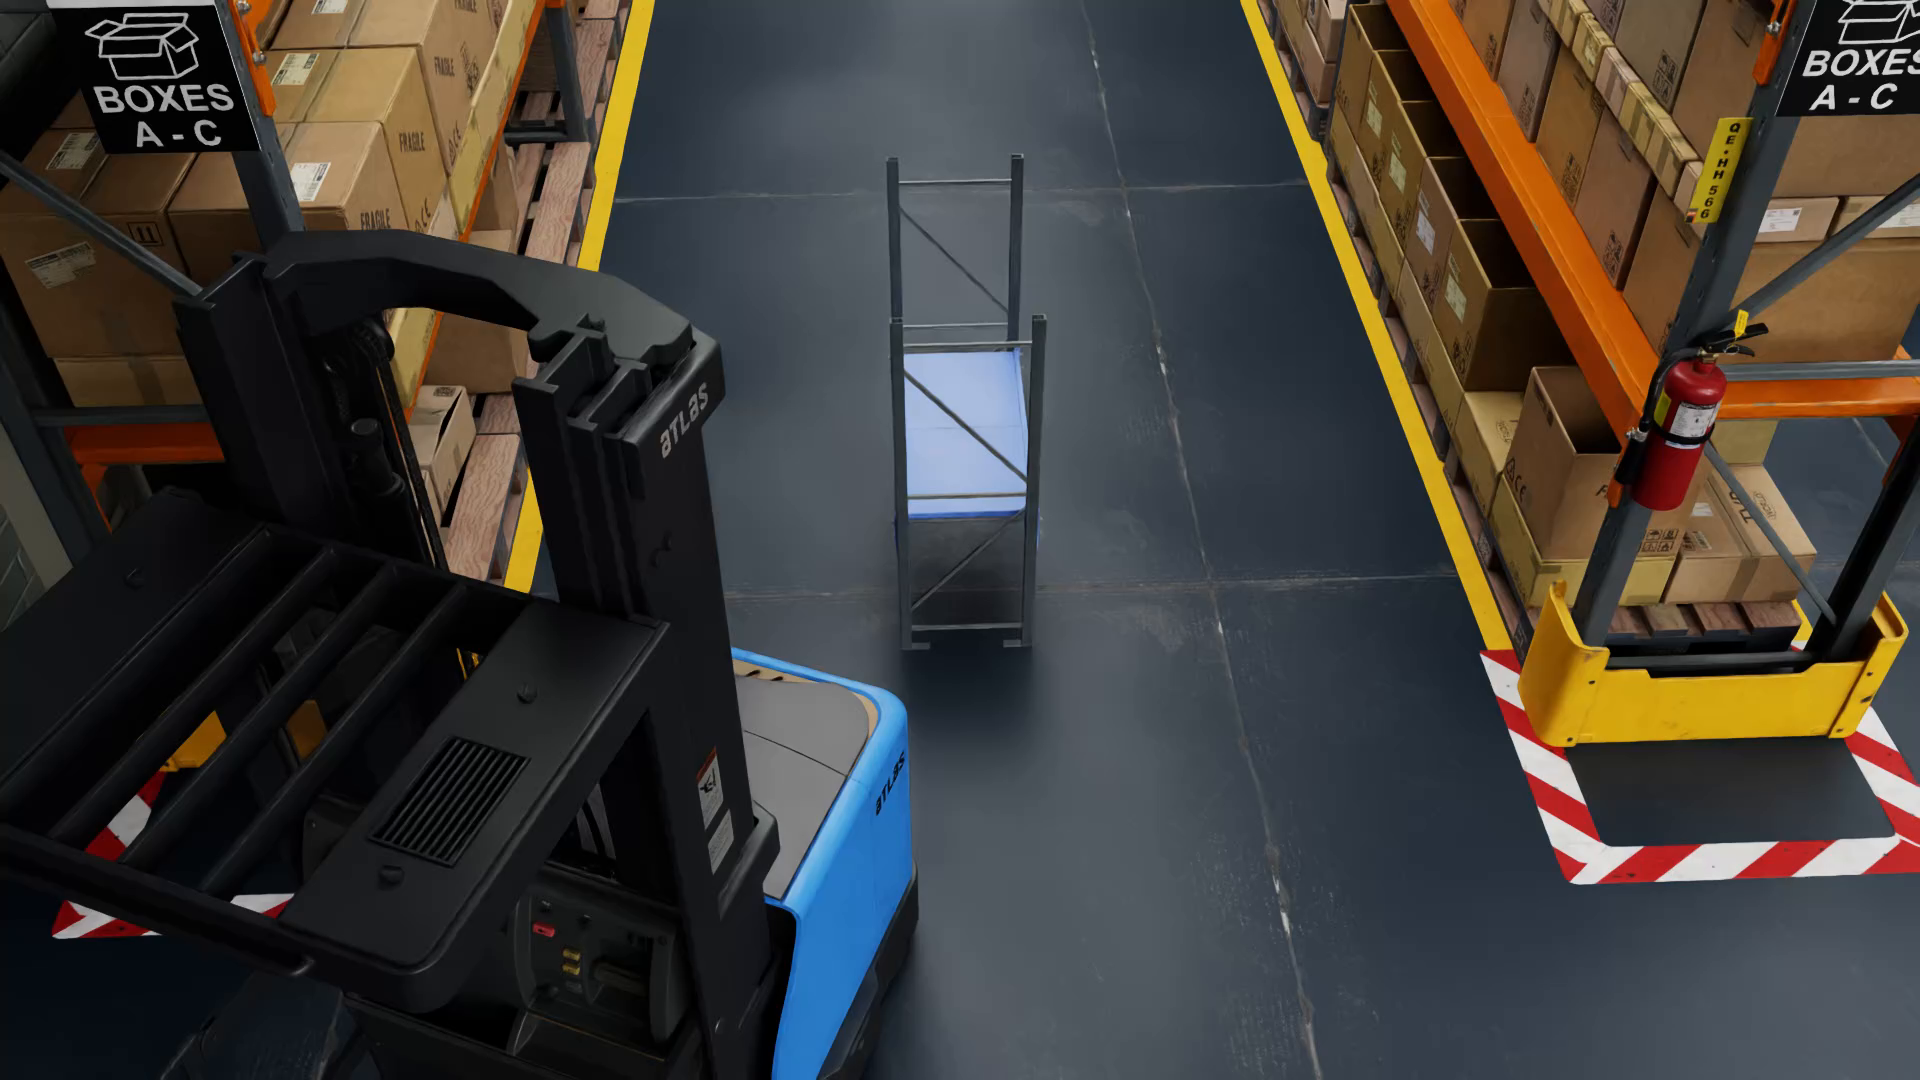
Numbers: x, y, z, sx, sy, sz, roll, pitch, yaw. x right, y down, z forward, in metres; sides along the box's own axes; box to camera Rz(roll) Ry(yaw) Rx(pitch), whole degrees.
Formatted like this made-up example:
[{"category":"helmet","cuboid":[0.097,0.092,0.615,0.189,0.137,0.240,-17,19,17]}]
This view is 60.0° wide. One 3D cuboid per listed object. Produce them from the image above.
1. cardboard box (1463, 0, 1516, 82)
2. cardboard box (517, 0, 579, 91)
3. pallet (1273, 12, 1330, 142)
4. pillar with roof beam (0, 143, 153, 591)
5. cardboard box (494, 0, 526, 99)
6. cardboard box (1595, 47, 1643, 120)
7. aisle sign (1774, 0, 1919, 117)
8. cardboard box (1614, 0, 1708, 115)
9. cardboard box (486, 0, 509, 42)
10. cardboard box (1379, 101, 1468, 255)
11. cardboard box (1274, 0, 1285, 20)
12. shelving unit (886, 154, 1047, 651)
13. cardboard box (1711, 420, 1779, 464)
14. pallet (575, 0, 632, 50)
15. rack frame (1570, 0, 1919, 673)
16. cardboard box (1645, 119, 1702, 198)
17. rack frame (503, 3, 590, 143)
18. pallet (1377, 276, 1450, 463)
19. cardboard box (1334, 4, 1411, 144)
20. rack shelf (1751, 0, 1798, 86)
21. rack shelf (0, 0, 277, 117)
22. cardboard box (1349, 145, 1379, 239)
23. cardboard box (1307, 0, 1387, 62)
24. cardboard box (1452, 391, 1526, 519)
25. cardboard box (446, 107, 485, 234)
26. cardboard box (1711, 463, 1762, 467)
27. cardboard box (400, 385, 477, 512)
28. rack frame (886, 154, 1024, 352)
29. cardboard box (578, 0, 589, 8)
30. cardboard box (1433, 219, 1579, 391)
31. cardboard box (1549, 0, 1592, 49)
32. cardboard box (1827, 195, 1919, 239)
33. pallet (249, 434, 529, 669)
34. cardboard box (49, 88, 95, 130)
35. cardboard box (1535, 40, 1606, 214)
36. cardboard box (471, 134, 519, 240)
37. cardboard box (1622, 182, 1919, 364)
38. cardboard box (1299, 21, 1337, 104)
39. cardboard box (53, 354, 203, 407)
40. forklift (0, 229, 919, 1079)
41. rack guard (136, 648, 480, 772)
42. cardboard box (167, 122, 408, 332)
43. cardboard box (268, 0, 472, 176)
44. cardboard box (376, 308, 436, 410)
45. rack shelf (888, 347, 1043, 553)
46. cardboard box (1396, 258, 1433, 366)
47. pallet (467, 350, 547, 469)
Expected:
[{"category":"cardboard box","cuboid":[2.551,-2.257,6.919,0.700,0.500,0.500,-1,43,-1]},{"category":"cardboard box","cuboid":[-2.517,-2.807,9.117,0.700,0.500,0.500,0,43,0]},{"category":"pallet","cuboid":[2.409,-2.683,9.520,1.003,0.211,1.213,-2,43,-2]},{"category":"pillar with roof beam","cuboid":[1.108,-3.152,3.529,9.100,9.000,0.400,-2,43,-2]},{"category":"cardboard box","cuboid":[-2.097,-2.035,6.846,0.500,0.250,0.500,-2,43,-2]},{"category":"cardboard box","cuboid":[2.411,-1.562,5.680,0.380,0.149,0.250,-1,43,-1]},{"category":"aisle sign","cuboid":[2.359,-1.419,4.155,0.394,0.787,0.004,-2,43,-2]},{"category":"cardboard box","cuboid":[2.612,-1.735,5.389,0.700,0.500,0.500,-3,43,-3]},{"category":"cardboard box","cuboid":[-2.103,-2.311,6.592,0.500,0.500,0.500,-3,43,-3]},{"category":"cardboard box","cuboid":[2.229,-1.635,7.483,0.500,0.500,0.500,-2,43,-2]},{"category":"cardboard box","cuboid":[2.130,-3.314,9.870,0.500,0.250,0.500,-1,43,-1]},{"category":"shelving unit","cuboid":[0.004,-0.495,6.180,0.538,1.500,1.048,-2,43,-2]},{"category":"cardboard box","cuboid":[2.826,-0.637,6.395,0.500,0.500,0.500,-2,43,-2]},{"category":"pallet","cuboid":[-2.559,-3.393,10.295,1.003,0.211,1.213,-2,43,-2]},{"category":"rack frame","cuboid":[2.649,-0.514,5.091,1.000,3.000,0.127,-2,43,-2]},{"category":"cardboard box","cuboid":[2.430,-1.219,5.306,0.380,0.149,0.250,-1,43,-1]},{"category":"rack frame","cuboid":[-2.470,-3.070,7.879,1.000,3.000,0.127,-2,43,-2]},{"category":"pallet","cuboid":[2.526,-0.823,7.491,1.003,0.211,1.213,-2,43,-2]},{"category":"cardboard box","cuboid":[2.186,-2.310,8.219,0.500,0.500,0.500,-2,43,-2]},{"category":"rack shelf","cuboid":[2.565,-2.705,5.793,1.077,0.370,4.000,-2,43,-2]},{"category":"rack shelf","cuboid":[-2.385,-2.560,5.635,1.077,0.370,4.000,-2,43,-2]},{"category":"cardboard box","cuboid":[2.212,-1.696,8.105,0.500,0.250,0.500,-2,43,-2]},{"category":"cardboard box","cuboid":[2.176,-2.827,8.924,0.500,0.311,0.500,-2,43,-2]},{"category":"cardboard box","cuboid":[2.298,-0.346,6.632,0.500,0.250,0.500,-2,43,-2]},{"category":"cardboard box","cuboid":[-2.055,-1.354,6.104,0.500,0.250,0.500,-2,43,-2]},{"category":"cardboard box","cuboid":[2.824,-0.361,6.648,0.500,0.250,0.500,-2,43,-2]},{"category":"cardboard box","cuboid":[-2.263,-0.395,6.625,0.500,0.311,0.500,2,43,2]},{"category":"rack frame","cuboid":[-0.018,-0.838,6.555,0.500,1.500,0.032,-2,43,-2]},{"category":"cardboard box","cuboid":[-2.571,-3.500,9.873,0.700,0.500,0.500,-1,43,-1]},{"category":"cardboard box","cuboid":[2.272,-0.960,6.746,0.500,0.500,0.500,-2,43,-2]},{"category":"cardboard box","cuboid":[2.386,-1.916,6.067,0.380,0.149,0.250,-1,43,-1]},{"category":"cardboard box","cuboid":[2.848,-1.061,5.134,0.380,0.149,0.250,-2,43,-2]},{"category":"pallet","cuboid":[-2.302,0.058,6.531,1.003,0.211,1.213,-2,43,-2]},{"category":"cardboard box","cuboid":[-2.544,-1.250,5.435,0.500,0.500,0.500,-1,43,-1]},{"category":"cardboard box","cuboid":[2.600,-1.556,6.154,0.700,0.500,0.500,-1,43,-2]},{"category":"cardboard box","cuboid":[-2.385,-1.611,7.812,0.500,0.500,0.500,-5,43,-5]},{"category":"cardboard box","cuboid":[2.642,-0.866,5.401,0.700,0.500,0.500,-2,43,-2]},{"category":"cardboard box","cuboid":[2.172,-2.627,9.120,0.500,0.250,0.500,-2,43,-2]},{"category":"cardboard box","cuboid":[-2.513,-0.631,5.315,0.500,0.250,0.500,-1,43,-1]},{"category":"forklift","cuboid":[-1.119,0.969,3.524,1.130,2.935,3.031,14,44,15]},{"category":"rack guard","cuboid":[-2.303,0.501,5.834,1.175,0.500,0.348,-2,43,-2]},{"category":"cardboard box","cuboid":[-2.020,-0.929,5.084,0.500,0.500,0.500,-2,43,-2]},{"category":"cardboard box","cuboid":[-2.046,-1.612,5.830,0.500,0.500,0.500,-3,43,-3]},{"category":"cardboard box","cuboid":[-2.003,-0.660,5.346,0.500,0.250,0.500,-3,43,-3]},{"category":"rack shelf","cuboid":[0.004,-0.363,6.302,0.538,0.185,1.000,-2,43,-2]},{"category":"cardboard box","cuboid":[2.256,-1.021,7.368,0.500,0.250,0.500,-2,43,-2]},{"category":"pallet","cuboid":[-2.351,-0.764,7.427,1.003,0.211,1.213,-2,43,-2]}]
